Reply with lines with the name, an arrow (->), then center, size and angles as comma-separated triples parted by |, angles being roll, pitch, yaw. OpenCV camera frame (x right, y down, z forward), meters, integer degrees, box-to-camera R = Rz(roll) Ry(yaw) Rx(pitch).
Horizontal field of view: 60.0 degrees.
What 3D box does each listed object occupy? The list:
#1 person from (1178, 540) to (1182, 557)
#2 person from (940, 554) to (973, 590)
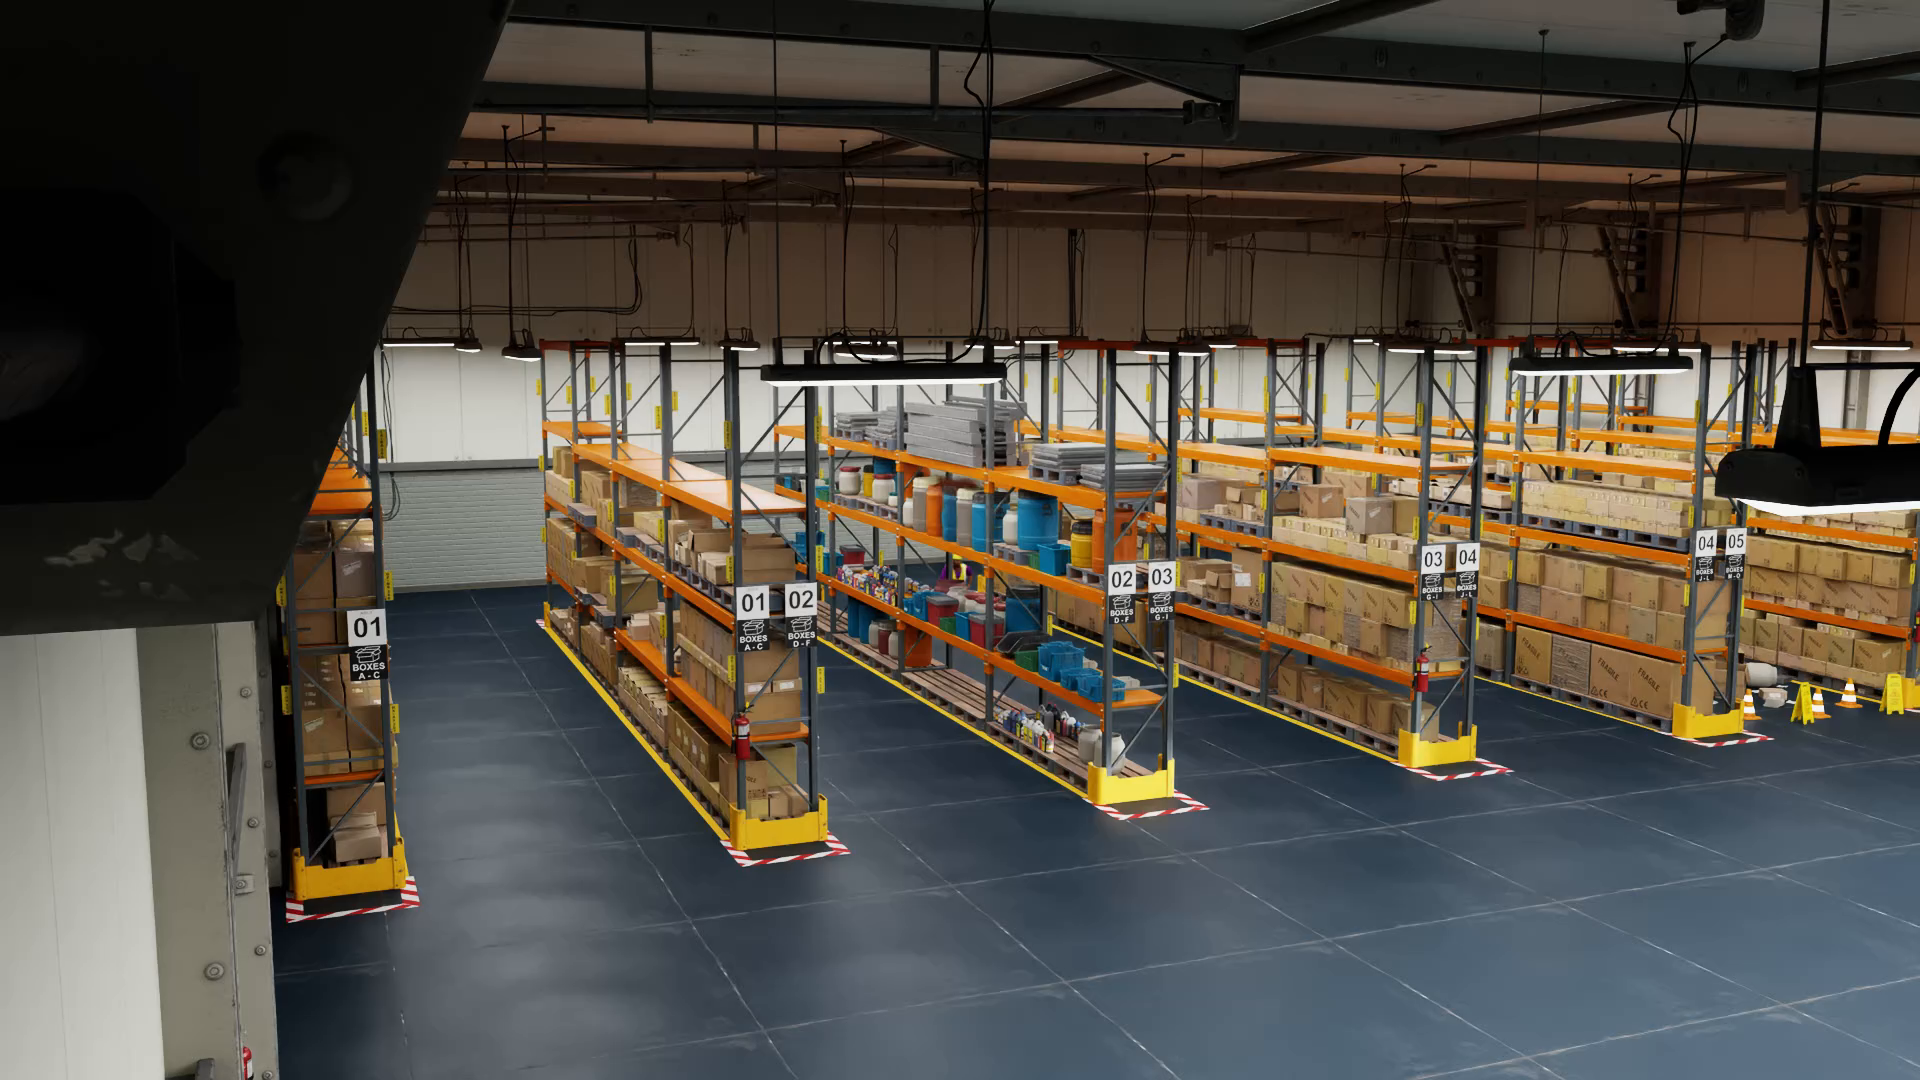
person -> 5.681, -0.179, 43.546 | 0.456, 1.673, 0.549 | 4, 8, 26
person -> -0.073, 1.071, 34.136 | 0.738, 1.668, 0.690 | -2, 8, -13
